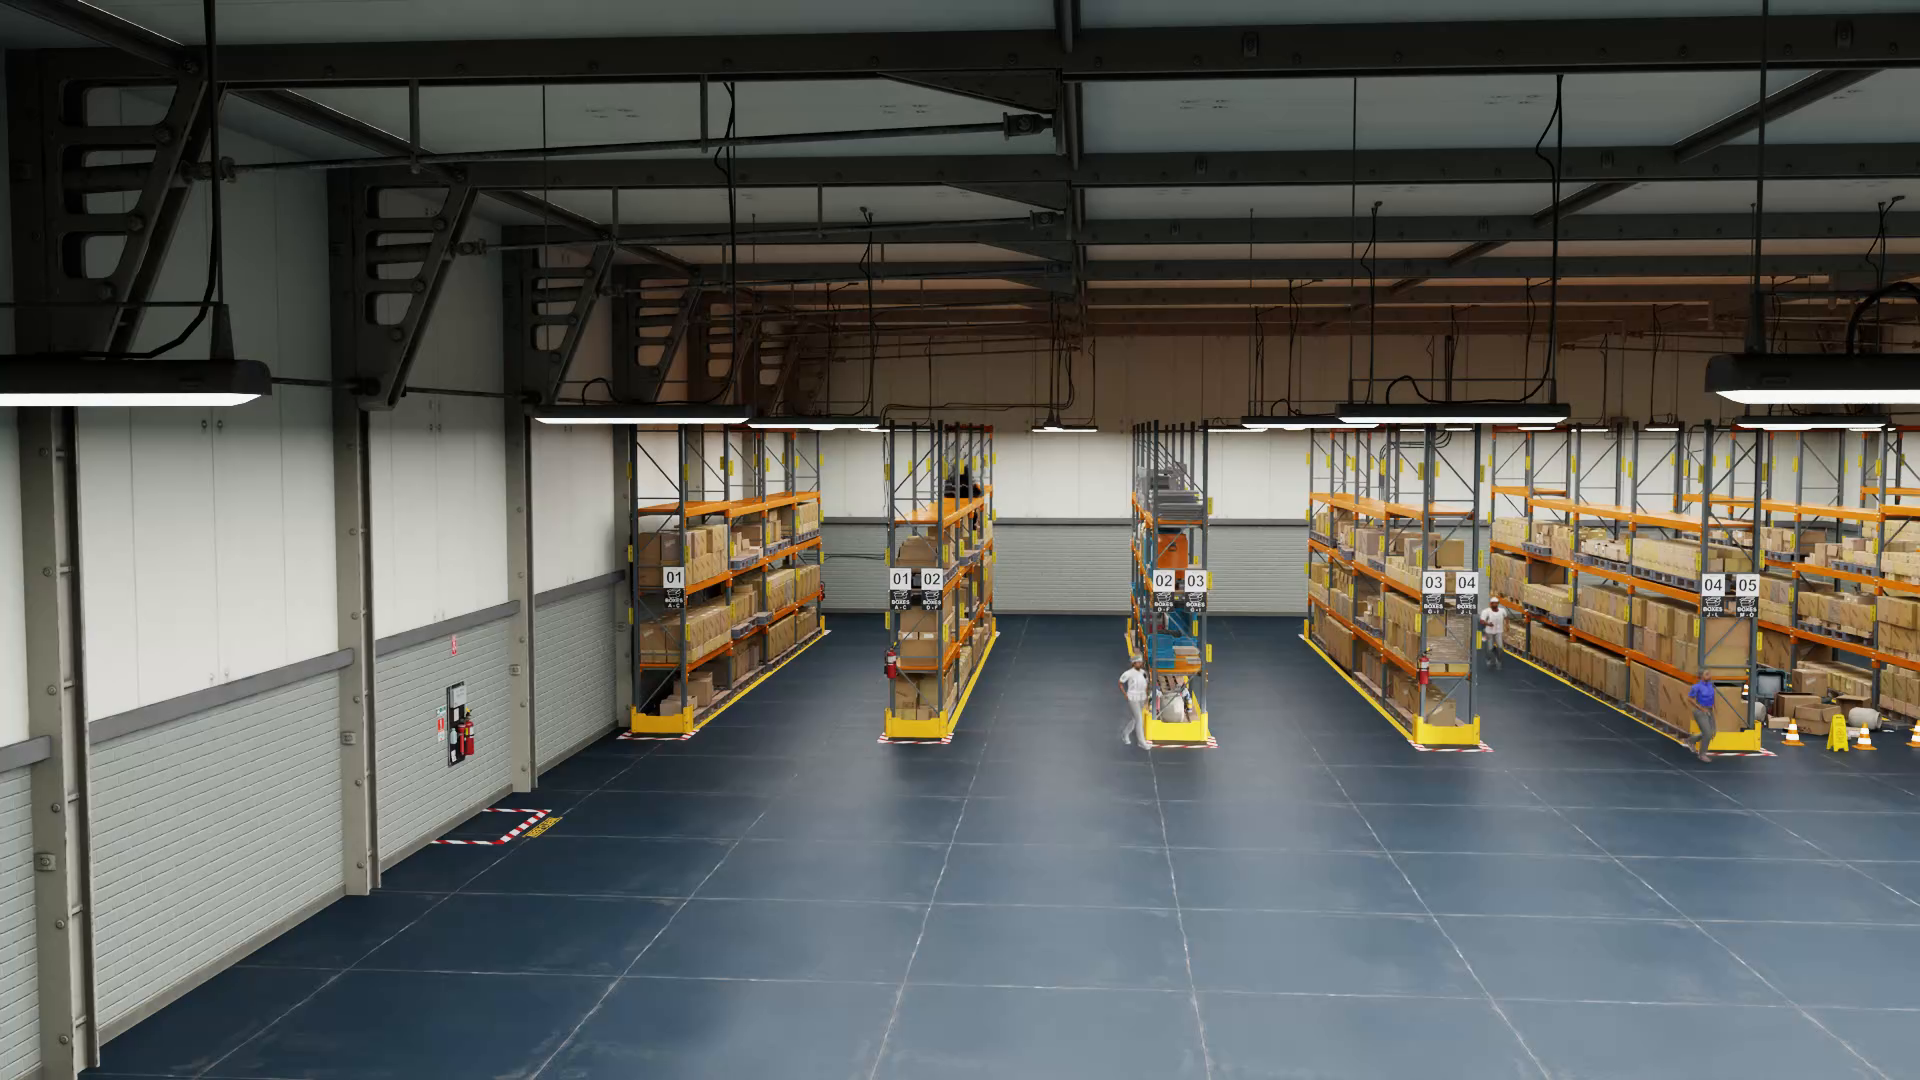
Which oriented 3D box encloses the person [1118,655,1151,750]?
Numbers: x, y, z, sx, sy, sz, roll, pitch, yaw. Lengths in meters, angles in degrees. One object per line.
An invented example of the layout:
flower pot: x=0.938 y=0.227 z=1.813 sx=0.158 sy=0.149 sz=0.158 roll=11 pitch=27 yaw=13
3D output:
person: x=3.237 y=2.929 z=30.417 sx=0.569 sy=1.684 sz=0.848 roll=-3 pitch=5 yaw=-37

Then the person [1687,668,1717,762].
person: x=13.089 y=3.072 z=29.337 sx=0.618 sy=1.634 sz=0.576 roll=-2 pitch=4 yaw=-28

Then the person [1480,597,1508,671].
person: x=13.017 y=2.300 z=40.475 sx=0.726 sy=1.840 sz=0.744 roll=0 pitch=4 yaw=5
